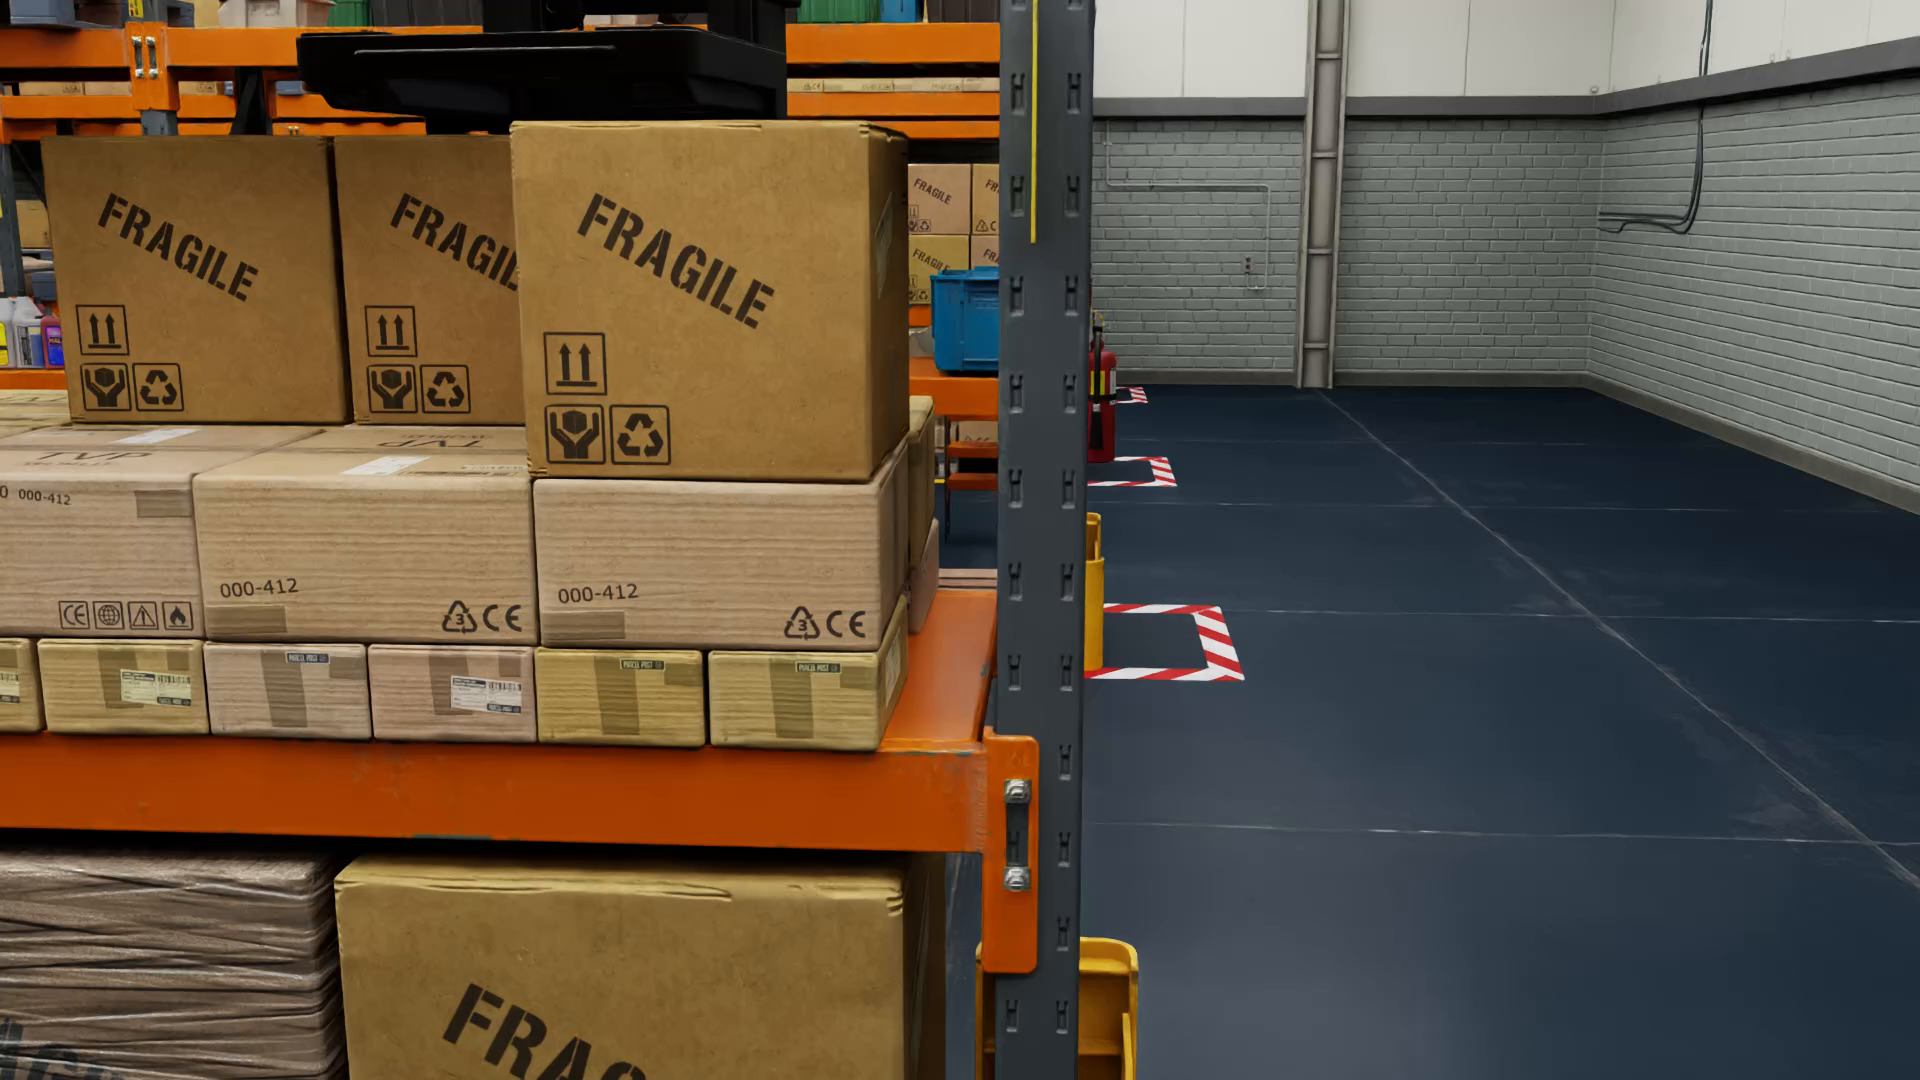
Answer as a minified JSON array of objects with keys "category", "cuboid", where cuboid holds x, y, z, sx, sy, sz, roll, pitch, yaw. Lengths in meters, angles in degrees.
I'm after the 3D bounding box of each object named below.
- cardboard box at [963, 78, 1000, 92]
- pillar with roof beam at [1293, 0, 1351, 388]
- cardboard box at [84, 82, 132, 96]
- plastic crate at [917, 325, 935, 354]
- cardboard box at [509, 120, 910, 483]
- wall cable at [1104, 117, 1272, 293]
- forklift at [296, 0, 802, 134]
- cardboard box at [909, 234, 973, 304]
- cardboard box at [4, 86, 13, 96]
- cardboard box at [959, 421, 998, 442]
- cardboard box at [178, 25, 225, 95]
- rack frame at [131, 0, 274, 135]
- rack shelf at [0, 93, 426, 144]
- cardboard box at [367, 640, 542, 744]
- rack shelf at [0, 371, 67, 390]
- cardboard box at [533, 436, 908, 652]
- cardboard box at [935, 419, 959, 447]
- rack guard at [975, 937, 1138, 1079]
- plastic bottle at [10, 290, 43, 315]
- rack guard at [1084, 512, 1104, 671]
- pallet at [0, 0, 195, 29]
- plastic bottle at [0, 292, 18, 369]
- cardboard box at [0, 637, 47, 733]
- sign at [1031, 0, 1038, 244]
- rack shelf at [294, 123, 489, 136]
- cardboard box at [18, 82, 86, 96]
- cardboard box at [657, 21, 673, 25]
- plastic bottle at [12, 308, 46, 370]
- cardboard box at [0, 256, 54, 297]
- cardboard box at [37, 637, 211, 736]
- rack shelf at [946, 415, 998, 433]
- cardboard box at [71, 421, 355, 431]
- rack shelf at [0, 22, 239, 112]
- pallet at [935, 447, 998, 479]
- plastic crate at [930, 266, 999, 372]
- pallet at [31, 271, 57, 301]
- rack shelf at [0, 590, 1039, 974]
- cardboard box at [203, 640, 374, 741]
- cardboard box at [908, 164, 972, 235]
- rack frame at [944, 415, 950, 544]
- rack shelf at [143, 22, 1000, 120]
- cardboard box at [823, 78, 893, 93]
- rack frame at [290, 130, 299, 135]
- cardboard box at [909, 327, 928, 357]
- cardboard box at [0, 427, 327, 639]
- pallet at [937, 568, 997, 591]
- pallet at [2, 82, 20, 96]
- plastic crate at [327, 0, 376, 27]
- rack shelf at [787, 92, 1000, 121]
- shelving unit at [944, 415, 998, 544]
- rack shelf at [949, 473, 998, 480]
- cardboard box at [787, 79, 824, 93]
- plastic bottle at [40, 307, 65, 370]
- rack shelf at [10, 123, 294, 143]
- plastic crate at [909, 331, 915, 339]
[{"category":"cardboard box","cuboid":[0.285,-3.359,12.040,0.500,0.250,0.500,1,12,4]},{"category":"pillar with roof beam","cuboid":[3.607,-5.220,13.243,0.400,9.000,9.100,1,12,4]},{"category":"cardboard box","cuboid":[-6.220,-3.631,12.732,0.500,0.500,0.910,1,12,4]},{"category":"plastic crate","cuboid":[-0.058,-0.991,8.178,0.298,0.136,0.250,1,12,4]},{"category":"cardboard box","cuboid":[-0.354,-0.379,2.564,0.500,0.500,0.500,1,12,4]},{"category":"wall cable","cuboid":[2.483,-3.696,18.130,1.851,1.984,0.084,1,12,4]},{"category":"forklift","cuboid":[-1.087,-0.348,4.774,1.130,2.935,3.031,2,12,11]},{"category":"cardboard box","cuboid":[-0.168,-2.017,12.339,0.500,0.500,0.500,1,12,4]},{"category":"cardboard box","cuboid":[-10.290,-4.886,17.704,0.500,0.500,0.500,3,12,12]},{"category":"cardboard box","cuboid":[0.256,-0.960,12.561,0.500,0.500,0.500,1,12,4]},{"category":"cardboard box","cuboid":[-5.702,-3.624,12.698,0.500,0.500,0.910,1,12,4]},{"category":"rack frame","cuboid":[-3.510,-1.054,7.980,0.127,3.000,1.000,1,12,4]},{"category":"rack shelf","cuboid":[-5.171,-3.209,12.714,4.000,0.370,1.077,1,12,4]},{"category":"cardboard box","cuboid":[-0.739,0.191,2.641,0.250,0.149,0.380,1,12,4]},{"category":"rack shelf","cuboid":[-5.506,-0.729,8.184,4.000,0.370,1.077,1,12,4]},{"category":"cardboard box","cuboid":[-0.352,-0.012,2.638,0.500,0.250,0.500,1,12,3]},{"category":"cardboard box","cuboid":[-0.142,-0.820,12.710,0.250,0.166,0.380,1,12,4]},{"category":"rack guard","cuboid":[0.174,1.237,3.135,0.348,0.500,1.175,1,12,4]},{"category":"plastic bottle","cuboid":[-4.440,-1.005,7.866,0.185,0.351,0.144,1,12,4]},{"category":"rack guard","cuboid":[0.505,0.222,7.985,0.348,0.500,1.175,1,12,4]},{"category":"pallet","cuboid":[-6.198,-1.587,10.504,5.144,3.011,6.198,1,12,4]},{"category":"plastic bottle","cuboid":[-4.449,-0.975,7.725,0.185,0.351,0.144,1,12,4]},{"category":"cardboard box","cuboid":[-1.506,0.181,2.690,0.250,0.149,0.380,1,12,4]},{"category":"sign","cuboid":[0.099,-0.559,2.209,0.005,0.325,0.100,1,12,4]},{"category":"rack shelf","cuboid":[-4.844,-4.221,17.552,4.000,0.370,1.077,1,12,4]},{"category":"cardboard box","cuboid":[-6.729,-3.638,12.766,0.500,0.500,0.910,1,12,4]},{"category":"cardboard box","cuboid":[-2.208,-3.641,12.169,0.500,0.250,0.500,1,12,4]},{"category":"plastic bottle","cuboid":[-4.290,-0.937,7.726,0.135,0.276,0.152,1,12,4]},{"category":"cardboard box","cuboid":[-7.527,-2.091,13.154,0.500,0.311,0.500,2,12,7]},{"category":"cardboard box","cuboid":[-1.247,0.184,2.674,0.250,0.149,0.380,1,12,2]},{"category":"rack shelf","cuboid":[0.165,-0.738,10.102,0.480,0.148,0.258,1,12,4]},{"category":"cardboard box","cuboid":[-1.331,-0.134,3.225,0.500,0.250,0.500,0,12,2]},{"category":"rack shelf","cuboid":[-5.506,-2.197,7.877,4.000,0.370,1.077,1,12,4]},{"category":"pallet","cuboid":[-27.335,-2.474,0.118,54.027,8.999,28.867,1,12,4]},{"category":"plastic crate","cuboid":[0.134,-1.012,7.548,0.499,0.435,0.616,1,12,4]},{"category":"pallet","cuboid":[-6.486,-2.032,13.122,1.003,0.211,1.213,1,12,4]},{"category":"rack shelf","cuboid":[-1.846,0.338,3.085,4.000,0.370,1.077,1,12,4]},{"category":"cardboard box","cuboid":[-0.988,0.188,2.658,0.250,0.149,0.380,1,12,5]},{"category":"cardboard box","cuboid":[-0.151,-2.506,12.235,0.500,0.500,0.500,1,12,5]},{"category":"rack frame","cuboid":[-0.078,-0.588,10.150,0.015,1.200,0.240,1,12,4]},{"category":"rack shelf","cuboid":[-1.515,-2.142,7.615,4.000,0.370,1.077,1,12,4]},{"category":"cardboard box","cuboid":[-0.713,-3.372,12.103,0.500,0.250,0.500,1,12,4]},{"category":"rack frame","cuboid":[-6.840,-3.132,17.917,0.127,3.000,1.000,1,12,4]},{"category":"cardboard box","cuboid":[-0.564,-2.008,17.619,0.500,0.500,0.700,0,12,2]},{"category":"cardboard box","cuboid":[-1.366,-0.026,2.705,0.500,0.250,0.500,0,12,2]},{"category":"pallet","cuboid":[-0.340,0.347,8.095,1.213,0.211,1.003,1,12,4]},{"category":"pallet","cuboid":[-7.850,-3.487,12.748,1.003,0.211,1.213,1,12,6]},{"category":"plastic crate","cuboid":[-3.068,-2.474,7.962,0.662,0.188,0.450,1,12,4]},{"category":"rack shelf","cuboid":[-1.180,-3.154,12.453,4.000,0.370,1.077,1,12,4]},{"category":"shelving unit","cuboid":[0.163,-0.585,10.135,0.499,1.200,0.258,1,12,4]},{"category":"rack shelf","cuboid":[0.165,-0.363,10.181,0.457,0.050,0.221,1,12,4]},{"category":"cardboard box","cuboid":[-1.211,-3.382,12.152,0.500,0.250,0.500,1,12,4]},{"category":"plastic bottle","cuboid":[-4.159,-0.930,7.672,0.133,0.283,0.061,1,12,4]},{"category":"rack shelf","cuboid":[-8.835,-4.276,17.814,4.000,0.370,1.077,1,12,4]},{"category":"plastic crate","cuboid":[-0.345,-0.874,7.615,0.243,0.136,0.396,1,12,4]}]
